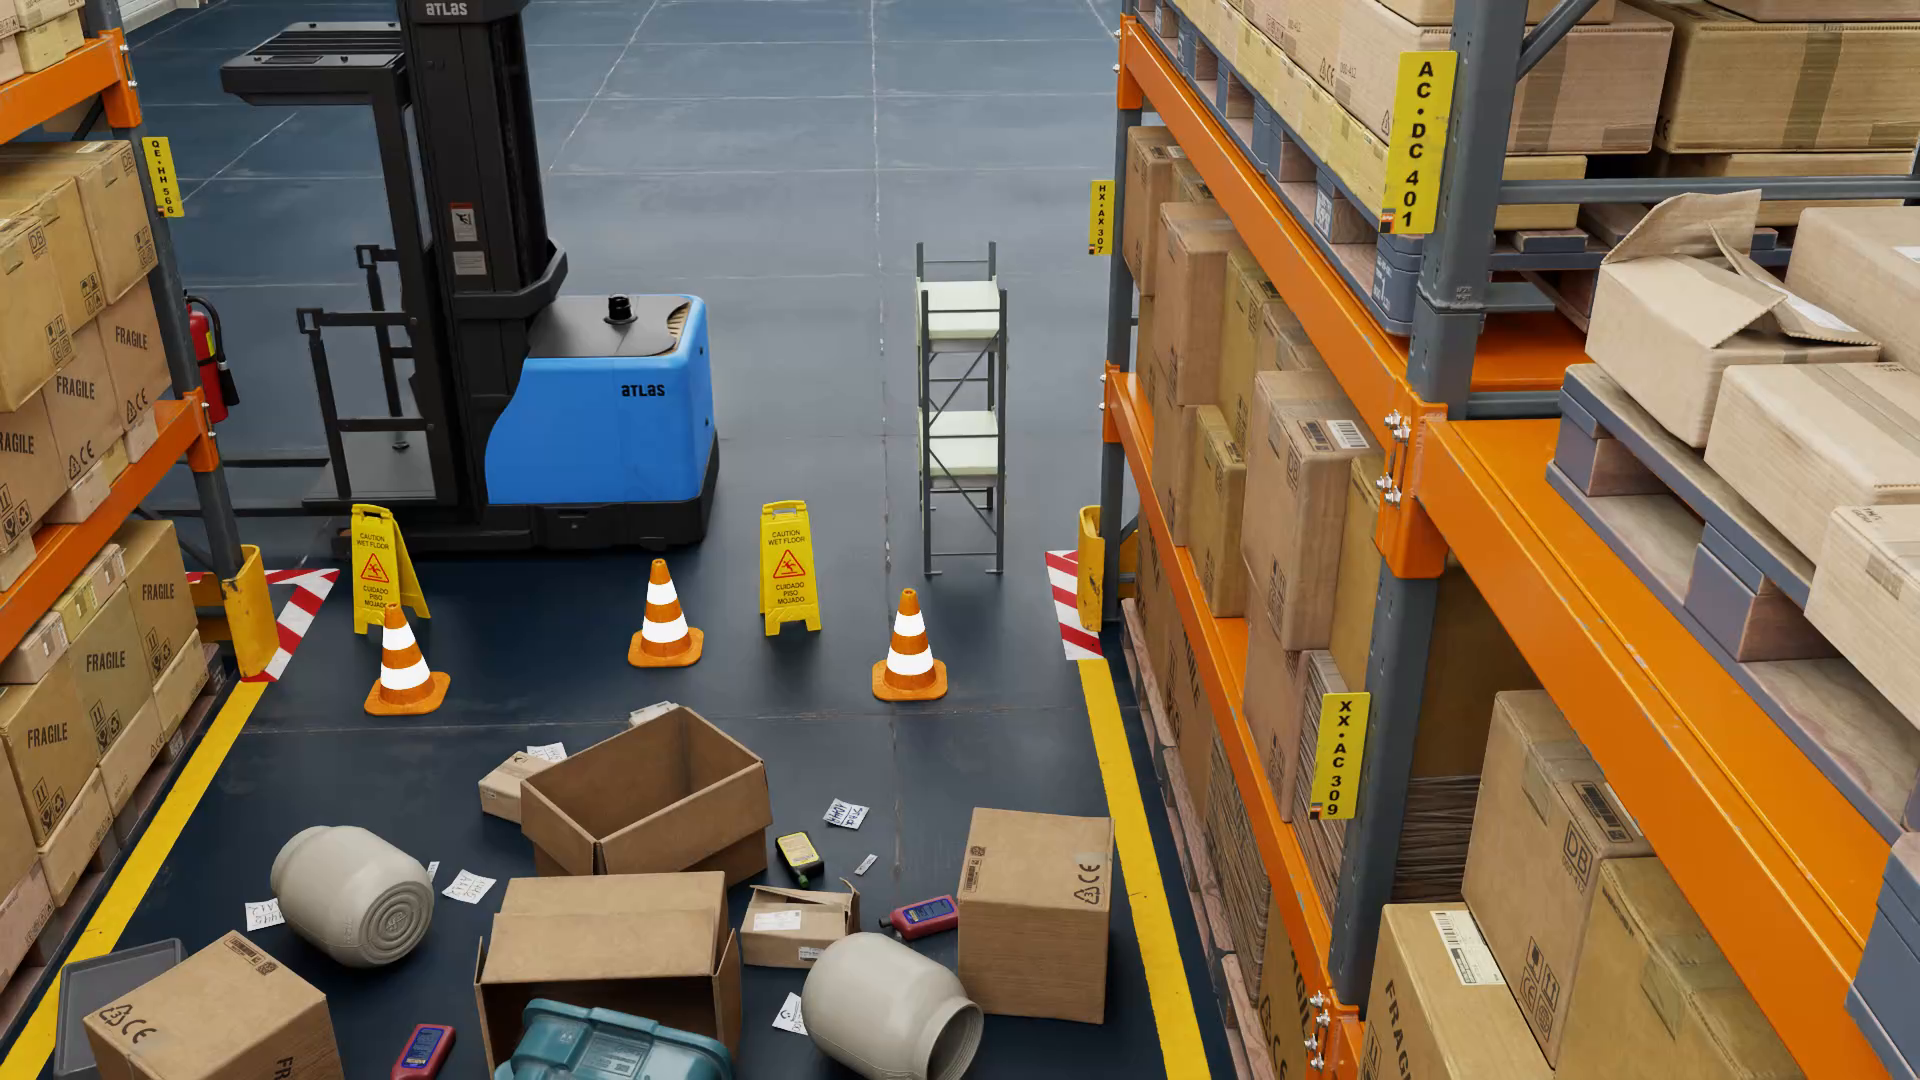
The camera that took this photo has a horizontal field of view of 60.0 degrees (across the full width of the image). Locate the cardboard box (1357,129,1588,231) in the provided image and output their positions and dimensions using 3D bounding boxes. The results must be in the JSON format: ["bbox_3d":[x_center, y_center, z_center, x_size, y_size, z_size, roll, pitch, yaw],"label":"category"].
[{"bbox_3d":[1.033,-0.736,3.383,0.380,0.149,0.250,-1,28,-3],"label":"cardboard box"}]

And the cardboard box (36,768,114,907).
[{"bbox_3d":[-3.413,1.073,5.968,0.500,0.250,0.500,-2,28,-4],"label":"cardboard box"}]

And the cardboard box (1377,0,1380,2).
[{"bbox_3d":[1.021,-1.207,3.424,0.380,0.149,0.250,-2,28,-3],"label":"cardboard box"}]

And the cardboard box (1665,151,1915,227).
[{"bbox_3d":[1.692,-0.752,3.414,0.380,0.149,0.250,-2,28,-3],"label":"cardboard box"}]

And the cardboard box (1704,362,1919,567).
[{"bbox_3d":[1.178,-0.091,2.146,0.250,0.149,0.380,-1,28,-3],"label":"cardboard box"}]

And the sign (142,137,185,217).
[{"bbox_3d":[-3.220,-1.465,6.722,0.100,0.325,0.005,-1,28,-3],"label":"sign"}]

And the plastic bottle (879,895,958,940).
[{"bbox_3d":[-0.144,1.379,6.039,0.283,0.061,0.133,-11,30,-20],"label":"plastic bottle"}]

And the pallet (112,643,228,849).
[{"bbox_3d":[-3.764,0.840,6.911,1.003,0.211,1.213,-1,28,-3],"label":"pallet"}]

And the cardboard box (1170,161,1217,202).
[{"bbox_3d":[1.264,-1.095,6.276,0.875,0.550,0.550,-1,28,-3],"label":"cardboard box"}]

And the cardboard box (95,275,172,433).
[{"bbox_3d":[-3.472,-0.740,6.495,0.500,0.500,0.500,-2,28,-4],"label":"cardboard box"}]

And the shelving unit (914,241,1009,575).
[{"bbox_3d":[0.000,-0.668,8.409,0.431,1.500,0.755,-1,28,-3],"label":"shelving unit"}]

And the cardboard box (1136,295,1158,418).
[{"bbox_3d":[1.227,-0.870,7.012,0.875,0.550,0.550,-1,28,-3],"label":"cardboard box"}]

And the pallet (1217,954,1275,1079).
[{"bbox_3d":[1.410,1.757,5.153,1.003,0.211,1.213,-1,28,-3],"label":"pallet"}]

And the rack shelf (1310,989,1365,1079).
[{"bbox_3d":[1.476,2.116,2.227,1.077,0.370,4.000,-1,28,-3],"label":"rack shelf"}]

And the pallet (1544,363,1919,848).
[{"bbox_3d":[1.469,0.051,2.372,0.805,0.209,1.217,-2,28,-5],"label":"pallet"}]

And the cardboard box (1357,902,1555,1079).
[{"bbox_3d":[1.130,1.079,3.330,0.500,0.500,0.500,-1,28,-2],"label":"cardboard box"}]

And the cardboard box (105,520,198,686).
[{"bbox_3d":[-3.473,0.257,6.723,0.500,0.500,0.500,-1,28,-2],"label":"cardboard box"}]

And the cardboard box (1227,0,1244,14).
[{"bbox_3d":[1.011,-1.671,4.745,0.500,0.250,0.500,-2,28,-3],"label":"cardboard box"}]

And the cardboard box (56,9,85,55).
[{"bbox_3d":[-3.478,-1.868,6.116,0.380,0.149,0.250,-1,28,-2],"label":"cardboard box"}]

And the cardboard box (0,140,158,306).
[{"bbox_3d":[-3.531,-1.196,6.289,0.700,0.500,0.500,-2,28,-4],"label":"cardboard box"}]

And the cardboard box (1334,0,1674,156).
[{"bbox_3d":[1.089,-0.973,3.407,0.500,0.250,0.500,-2,28,-3],"label":"cardboard box"}]

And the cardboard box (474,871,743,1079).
[{"bbox_3d":[-1.098,1.421,5.335,0.797,0.637,0.503,-1,28,-3],"label":"cardboard box"}]

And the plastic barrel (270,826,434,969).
[{"bbox_3d":[-2.156,1.252,5.891,0.512,0.421,0.421,19,33,32],"label":"plastic barrel"}]

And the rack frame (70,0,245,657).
[{"bbox_3d":[-3.775,-0.807,7.054,1.000,3.000,0.127,-1,28,-3],"label":"rack frame"}]

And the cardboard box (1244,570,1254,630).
[{"bbox_3d":[1.378,0.131,5.092,0.875,0.550,0.550,-1,28,-3],"label":"cardboard box"}]

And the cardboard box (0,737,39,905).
[{"bbox_3d":[-3.393,0.975,5.346,0.500,0.500,0.500,0,28,0],"label":"cardboard box"}]

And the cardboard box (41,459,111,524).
[{"bbox_3d":[-3.383,-0.177,6.118,0.380,0.149,0.250,-1,28,-2],"label":"cardboard box"}]

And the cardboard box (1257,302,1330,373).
[{"bbox_3d":[1.351,-0.347,4.841,0.875,0.550,0.550,-1,28,-3],"label":"cardboard box"}]

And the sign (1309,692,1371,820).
[{"bbox_3d":[0.817,0.469,3.586,0.100,0.325,0.005,-1,28,-3],"label":"sign"}]

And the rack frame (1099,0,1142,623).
[{"bbox_3d":[1.163,-0.974,7.373,1.000,3.000,0.127,-1,28,-3],"label":"rack frame"}]

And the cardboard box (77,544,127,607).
[{"bbox_3d":[-3.387,0.137,6.251,0.380,0.149,0.250,-1,28,-1],"label":"cardboard box"}]

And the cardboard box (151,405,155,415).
[{"bbox_3d":[-3.542,-0.529,6.791,0.380,0.149,0.250,0,28,-1],"label":"cardboard box"}]

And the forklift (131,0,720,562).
[{"bbox_3d":[-2.857,-1.435,8.332,3.031,2.935,1.130,-1,28,-2],"label":"forklift"}]

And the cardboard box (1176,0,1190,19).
[{"bbox_3d":[0.913,-1.790,5.405,0.380,0.149,0.250,-1,28,-2],"label":"cardboard box"}]

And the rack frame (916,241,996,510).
[{"bbox_3d":[-0.019,-0.837,8.733,0.400,1.500,0.023,-1,28,-3],"label":"rack frame"}]

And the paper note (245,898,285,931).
[{"bbox_3d":[-2.543,1.364,6.102,0.142,0.019,0.148,-11,30,-20],"label":"paper note"}]

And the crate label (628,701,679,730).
[{"bbox_3d":[-1.271,0.807,7.055,0.250,0.136,0.298,-17,32,-29],"label":"crate label"}]

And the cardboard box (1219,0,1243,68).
[{"bbox_3d":[0.953,-1.441,4.735,0.380,0.149,0.250,-1,28,-3],"label":"cardboard box"}]

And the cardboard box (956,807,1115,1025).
[{"bbox_3d":[0.266,1.289,5.736,0.500,0.500,0.500,3,28,6],"label":"cardboard box"}]

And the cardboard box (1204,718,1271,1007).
[{"bbox_3d":[1.358,0.921,5.584,0.875,0.875,0.875,-1,28,-2],"label":"cardboard box"}]

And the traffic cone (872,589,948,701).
[{"bbox_3d":[-0.228,0.431,7.424,0.336,0.463,0.334,-1,28,-3],"label":"traffic cone"}]

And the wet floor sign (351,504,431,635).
[{"bbox_3d":[-2.717,0.123,7.817,0.267,0.644,0.232,8,29,15],"label":"wet floor sign"}]

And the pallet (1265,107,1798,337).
[{"bbox_3d":[1.339,-0.795,3.883,1.003,0.211,1.213,-1,28,-3],"label":"pallet"}]

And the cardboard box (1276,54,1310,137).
[{"bbox_3d":[0.991,-1.090,4.062,0.380,0.149,0.250,-1,28,-2],"label":"cardboard box"}]

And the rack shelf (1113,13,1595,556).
[{"bbox_3d":[1.267,-1.061,5.075,1.077,0.370,4.000,-1,28,-3],"label":"rack shelf"}]

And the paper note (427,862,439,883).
[{"bbox_3d":[-2.009,1.263,6.318,0.032,0.001,0.123,-1,28,-3],"label":"paper note"}]
